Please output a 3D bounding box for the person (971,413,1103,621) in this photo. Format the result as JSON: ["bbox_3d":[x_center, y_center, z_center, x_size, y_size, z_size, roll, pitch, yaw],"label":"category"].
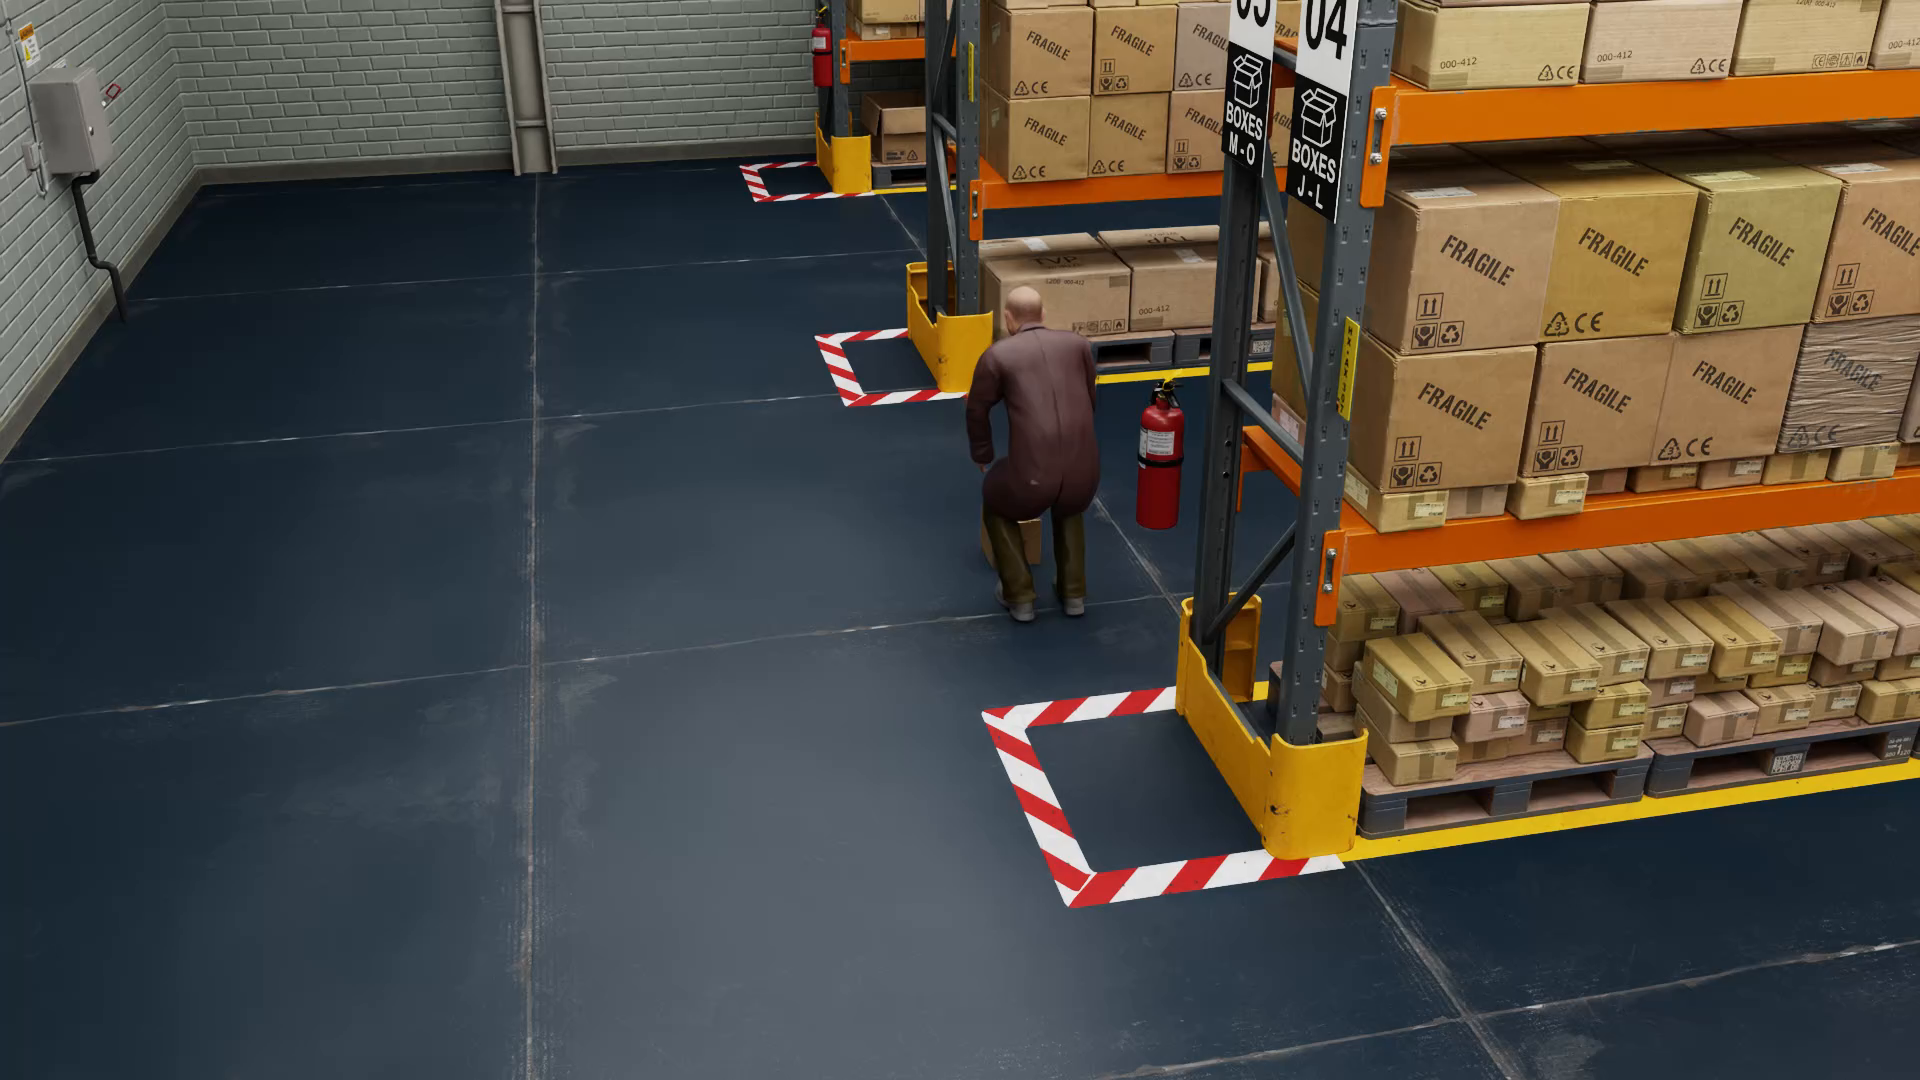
[{"bbox_3d":[0.354,-0.116,7.986,0.581,0.820,0.951,-7,27,-13],"label":"person"}]
